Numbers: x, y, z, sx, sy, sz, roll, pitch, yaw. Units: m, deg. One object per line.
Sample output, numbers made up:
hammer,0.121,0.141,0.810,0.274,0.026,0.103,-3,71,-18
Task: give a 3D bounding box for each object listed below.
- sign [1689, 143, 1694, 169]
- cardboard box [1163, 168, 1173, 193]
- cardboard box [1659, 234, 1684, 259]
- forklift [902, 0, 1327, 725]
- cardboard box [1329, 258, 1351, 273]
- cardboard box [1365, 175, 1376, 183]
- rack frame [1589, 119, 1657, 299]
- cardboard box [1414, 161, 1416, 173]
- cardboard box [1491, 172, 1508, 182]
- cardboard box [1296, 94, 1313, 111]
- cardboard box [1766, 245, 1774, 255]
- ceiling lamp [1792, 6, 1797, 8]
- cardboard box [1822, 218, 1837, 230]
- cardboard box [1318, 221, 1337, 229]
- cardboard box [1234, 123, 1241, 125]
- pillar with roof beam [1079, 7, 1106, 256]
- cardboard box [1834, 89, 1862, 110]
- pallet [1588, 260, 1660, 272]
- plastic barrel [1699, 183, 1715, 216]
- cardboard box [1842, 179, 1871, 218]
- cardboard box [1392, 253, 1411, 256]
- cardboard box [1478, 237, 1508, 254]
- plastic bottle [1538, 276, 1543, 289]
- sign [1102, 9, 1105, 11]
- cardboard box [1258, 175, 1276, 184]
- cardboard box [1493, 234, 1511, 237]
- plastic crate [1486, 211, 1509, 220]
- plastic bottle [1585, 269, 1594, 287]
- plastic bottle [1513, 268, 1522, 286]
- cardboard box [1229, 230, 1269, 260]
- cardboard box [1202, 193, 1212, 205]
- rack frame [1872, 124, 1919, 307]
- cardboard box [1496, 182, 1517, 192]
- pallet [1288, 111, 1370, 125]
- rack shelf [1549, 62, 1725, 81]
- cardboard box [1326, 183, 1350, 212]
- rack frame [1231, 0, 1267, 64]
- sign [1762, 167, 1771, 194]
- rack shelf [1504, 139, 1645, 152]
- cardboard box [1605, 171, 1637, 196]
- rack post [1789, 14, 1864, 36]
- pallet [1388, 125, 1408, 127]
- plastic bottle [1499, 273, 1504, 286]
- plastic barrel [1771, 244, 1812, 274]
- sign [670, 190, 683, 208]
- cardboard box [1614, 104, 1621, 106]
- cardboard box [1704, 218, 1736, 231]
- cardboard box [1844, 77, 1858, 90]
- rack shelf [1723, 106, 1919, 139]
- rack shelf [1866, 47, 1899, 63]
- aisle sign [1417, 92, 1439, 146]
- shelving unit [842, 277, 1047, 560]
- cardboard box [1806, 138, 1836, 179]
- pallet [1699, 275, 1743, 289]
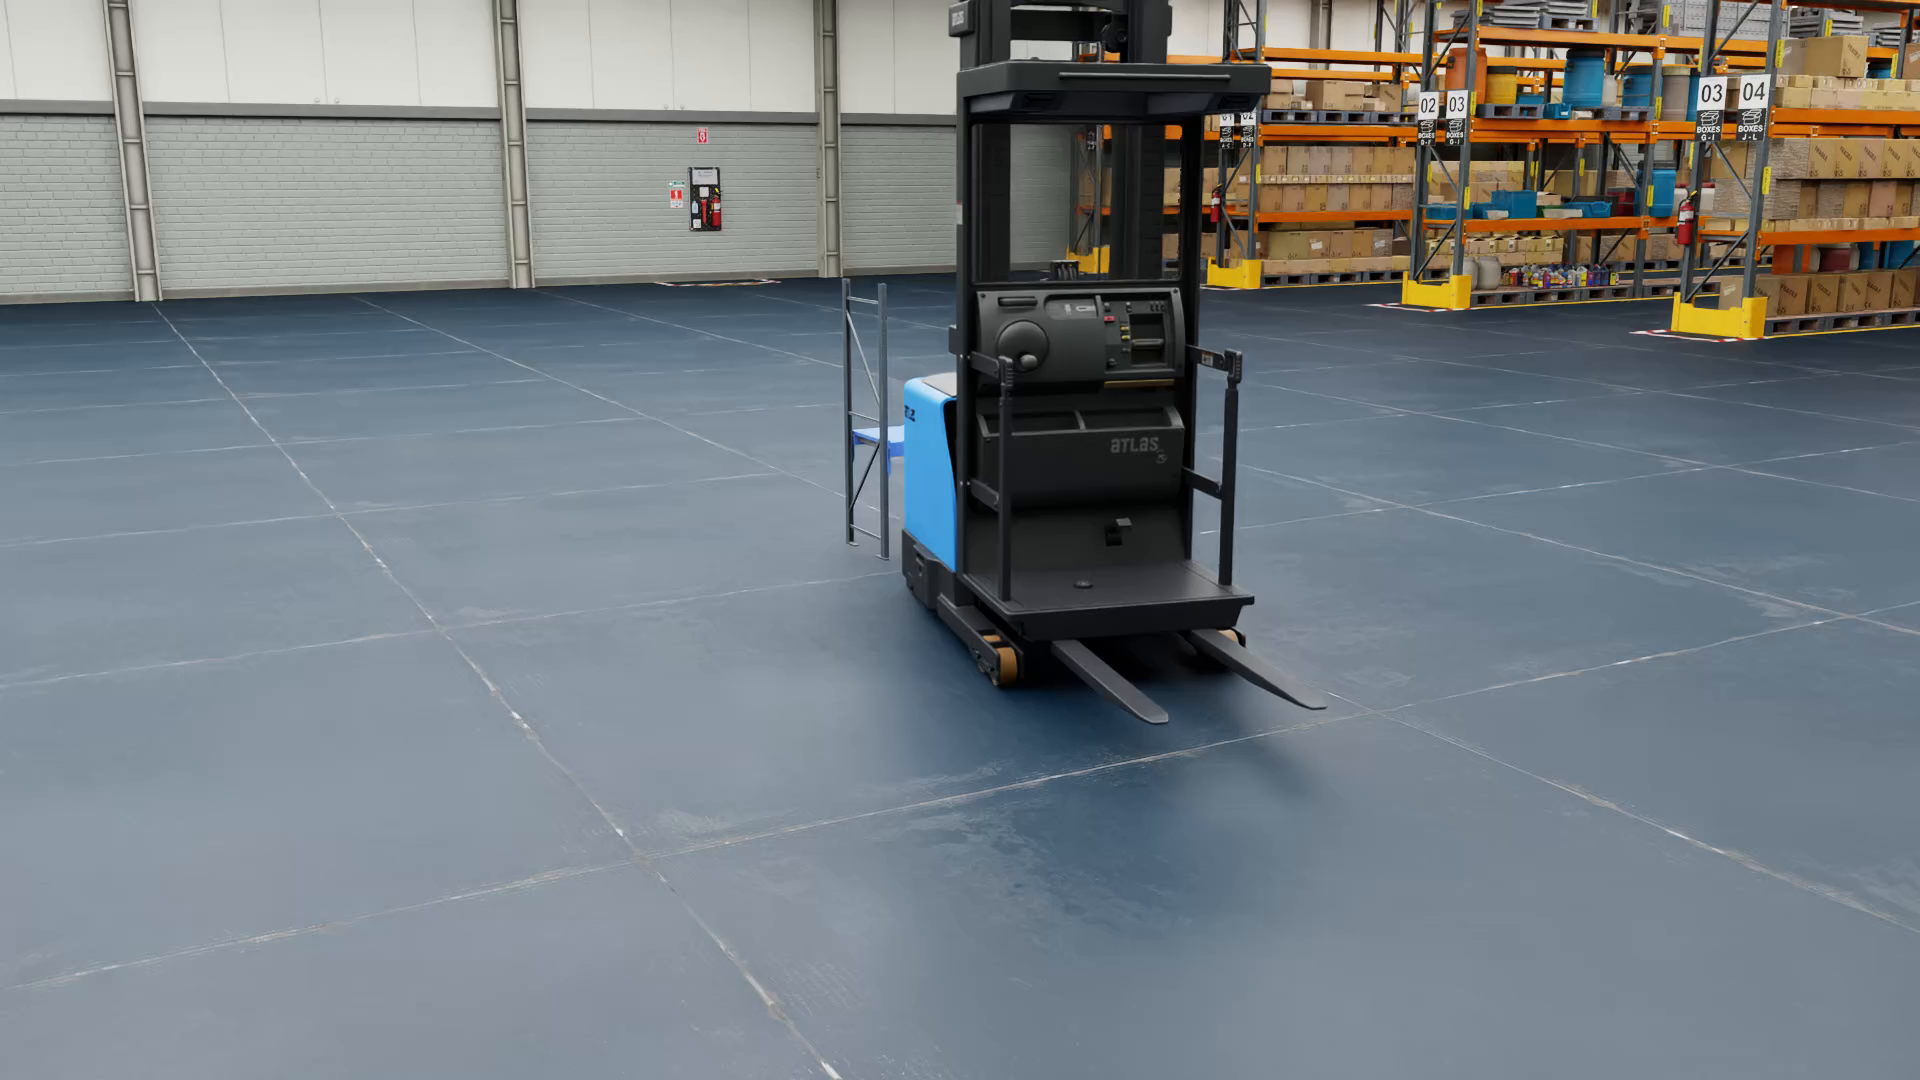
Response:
sign,9.420,-4.938,21.363,0.005,0.325,0.100,-7,14,-28
cardboard box,4.007,-7.372,34.122,0.500,0.500,0.500,-7,15,-30
cardboard box,14.724,-6.120,34.661,0.500,0.500,0.500,-7,14,-28
forklift,0.588,-0.916,7.003,1.130,2.935,3.031,-3,13,-15
cardboard box,6.820,-5.054,30.541,0.500,0.250,0.500,-7,14,-28
cardboard box,7.406,-6.629,30.528,0.250,0.149,0.380,-7,14,-28
rack frame,10.806,-5.485,27.152,0.127,3.000,1.000,-7,14,-28
cardboard box,10.118,-8.386,37.382,0.500,0.250,0.500,-6,14,-27
cardboard box,12.354,-8.287,38.650,0.500,0.500,0.500,-7,14,-27
cardboard box,6.298,-7.943,30.168,0.500,0.311,0.500,-5,14,-21
cardboard box,17.762,-6.377,36.375,0.500,0.250,0.500,-7,14,-28
ceiling lamp,20.158,-14.227,39.037,0.800,3.185,2.000,-7,14,-28
cardboard box,11.127,-4.104,21.587,0.250,0.149,0.380,-7,14,-28
cardboard box,7.984,-6.988,36.810,0.500,0.250,0.500,-7,14,-28
cardboard box,5.732,-8.816,34.844,0.500,0.500,0.500,-6,14,-26
pillar with roof beam,4.811,-9.311,30.488,0.400,9.000,9.100,-7,14,-28
cardboard box,11.102,-5.608,21.206,0.500,0.250,0.500,-7,14,-28
pallet,13.690,-5.699,34.454,1.213,0.211,1.003,-7,14,-28
plastic barrel,12.395,-5.687,27.739,0.433,0.535,0.433,0,13,0
cardboard box,11.450,-4.527,21.987,0.500,0.500,0.875,-7,14,-28
cardboard box,8.661,-5.403,32.093,0.500,0.250,0.500,-7,14,-28
cardboard box,10.267,-5.735,32.289,0.500,0.311,0.500,-6,14,-26
plastic bottle,9.127,-4.056,26.170,0.097,0.201,0.097,0,13,0
sign,2.808,-10.290,32.531,0.005,0.325,0.100,-7,14,-28
cardboard box,5.373,-6.385,29.442,0.250,0.149,0.380,-7,14,-28
cardboard box,10.890,-5.943,33.213,0.500,0.311,0.500,-7,15,-29
plastic crate,8.235,-4.968,25.454,0.250,0.136,0.298,-7,14,-28
plastic bottle,10.088,-4.206,26.652,0.133,0.283,0.061,-6,14,-24
plastic bottle,8.983,-4.233,26.769,0.133,0.283,0.061,-7,14,-28
cardboard box,5.253,-5.363,30.204,0.500,0.500,0.500,-7,14,-28
cardboard box,4.914,-7.116,34.694,0.500,0.250,0.500,-7,14,-28
rack frame,13.180,-4.531,22.910,0.127,3.000,1.000,-7,14,-28
cardboard box,10.482,-6.730,32.456,0.500,0.500,0.500,-8,15,-31
pallet,6.630,-7.638,30.088,1.213,0.211,1.003,-7,14,-28
rack shelf,13.703,-9.452,33.664,4.000,0.370,1.077,-7,14,-28
cardboard box,6.699,-6.278,30.448,0.500,0.500,0.700,-6,14,-26
rack frame,6.059,-10.321,34.977,0.127,3.000,1.000,-7,14,-28
sign,9.929,-4.428,20.481,0.005,0.325,0.100,-7,14,-28
rack shelf,14.837,-9.559,40.059,4.000,0.370,1.077,-7,14,-28
cardboard box,13.340,-7.262,33.863,0.500,0.500,0.700,-4,13,-17
rack post,14.934,-8.880,28.745,0.937,0.300,0.954,-7,14,-28
pallet,10.110,-9.265,37.543,1.003,0.211,1.213,-6,14,-25
plastic bottle,8.697,-4.192,26.775,0.097,0.201,0.097,0,13,0
plastic barrel,14.739,-5.107,29.457,0.708,0.830,0.600,-7,14,-28
sign,-5.240,-6.310,30.732,0.234,0.329,0.001,-7,14,-28
cardboard box,12.762,-8.479,33.396,0.500,0.500,0.910,-7,14,-28
cardboard box,9.820,-4.057,21.378,0.250,0.149,0.380,-7,14,-28
cardboard box,11.179,-5.810,21.193,0.250,0.149,0.380,-8,15,-30
rack shelf,11.424,-5.433,21.725,4.000,0.370,1.077,-7,14,-28
rack shelf,16.073,-8.497,29.421,4.000,0.370,1.077,-7,14,-28
aisle sign,7.090,-6.383,25.217,0.004,0.787,0.394,-7,14,-28
shelving unit,-0.075,-0.723,9.405,1.048,1.500,0.538,-7,14,-28
cardboard box,10.724,-4.848,21.139,0.500,0.500,0.500,-7,14,-28
pallet,13.619,-4.472,28.999,1.213,0.211,1.003,-7,14,-28
